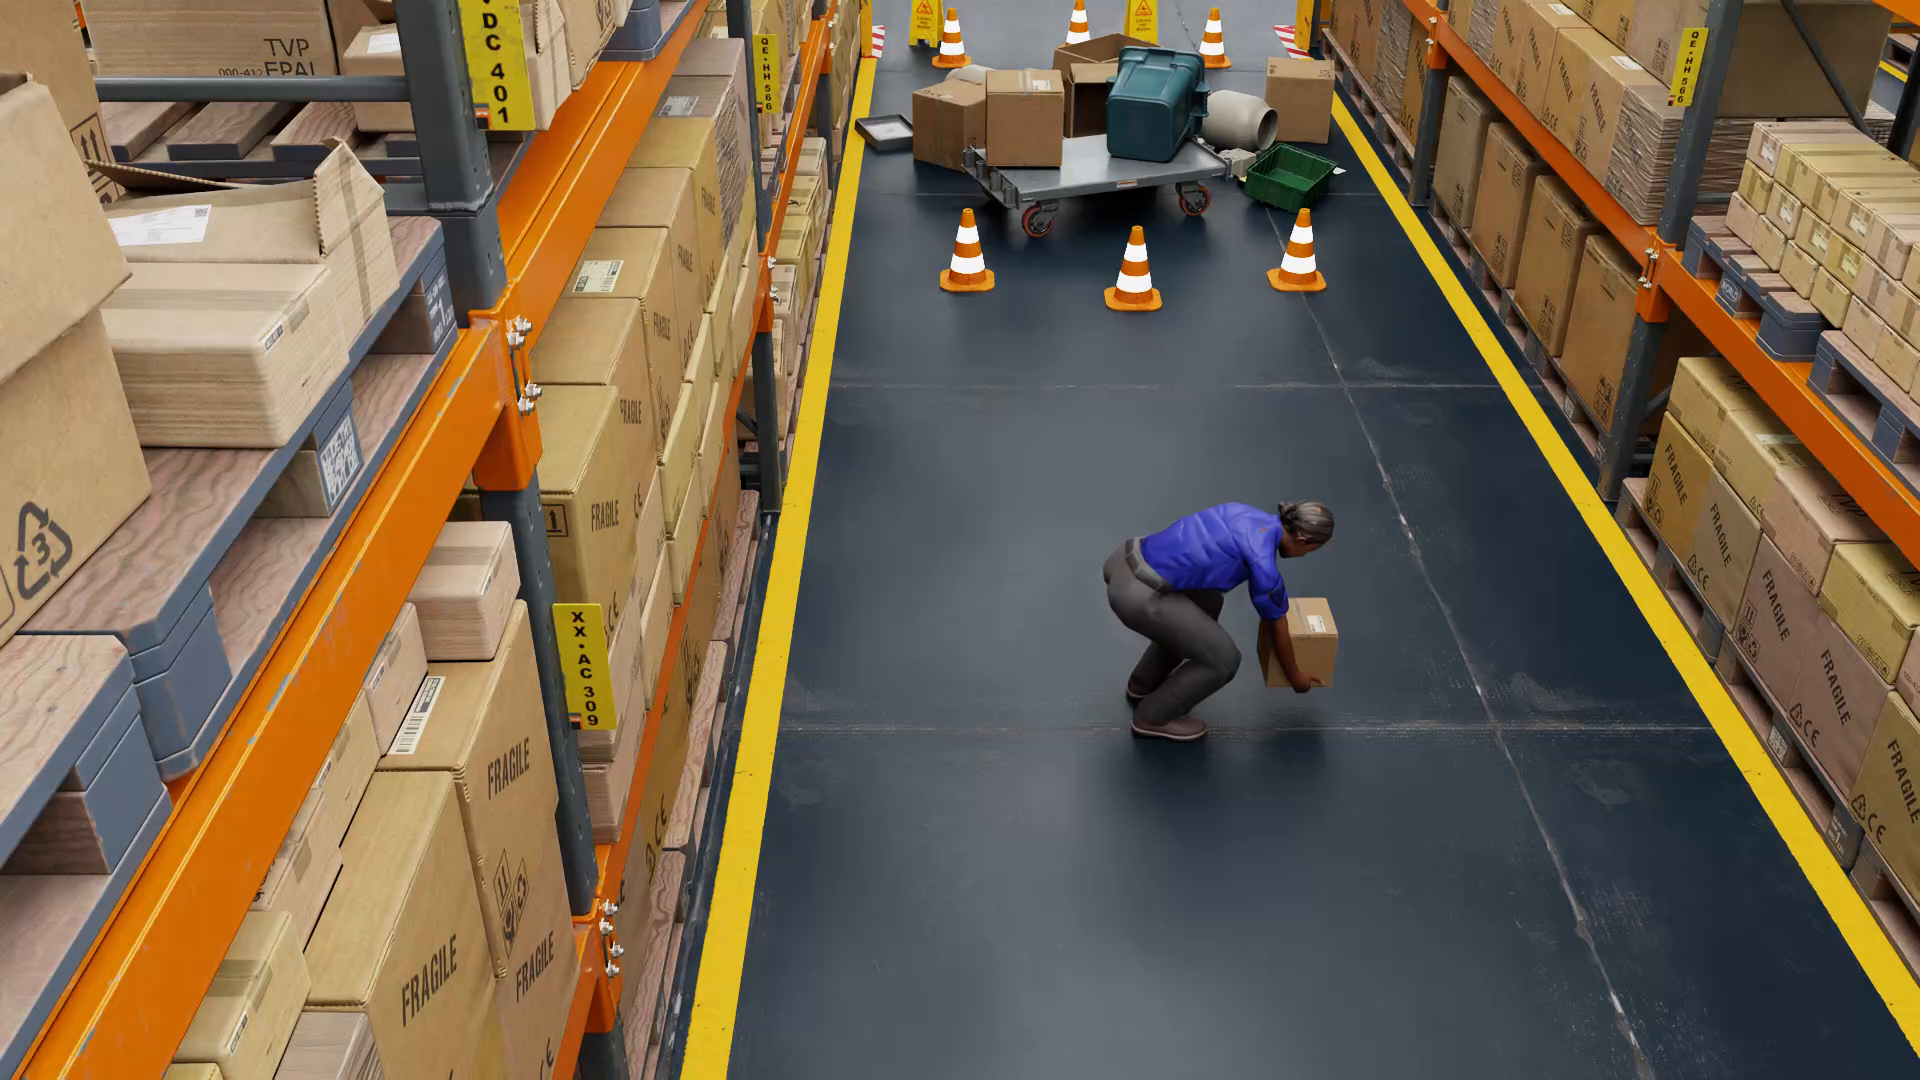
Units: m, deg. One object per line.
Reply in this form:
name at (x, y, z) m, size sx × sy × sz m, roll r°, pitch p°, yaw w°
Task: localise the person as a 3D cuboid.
person at (0.968, 0.282, 6.362) m, size 0.857 × 0.951 × 0.470 m, roll -1°, pitch 32°, yaw -2°
